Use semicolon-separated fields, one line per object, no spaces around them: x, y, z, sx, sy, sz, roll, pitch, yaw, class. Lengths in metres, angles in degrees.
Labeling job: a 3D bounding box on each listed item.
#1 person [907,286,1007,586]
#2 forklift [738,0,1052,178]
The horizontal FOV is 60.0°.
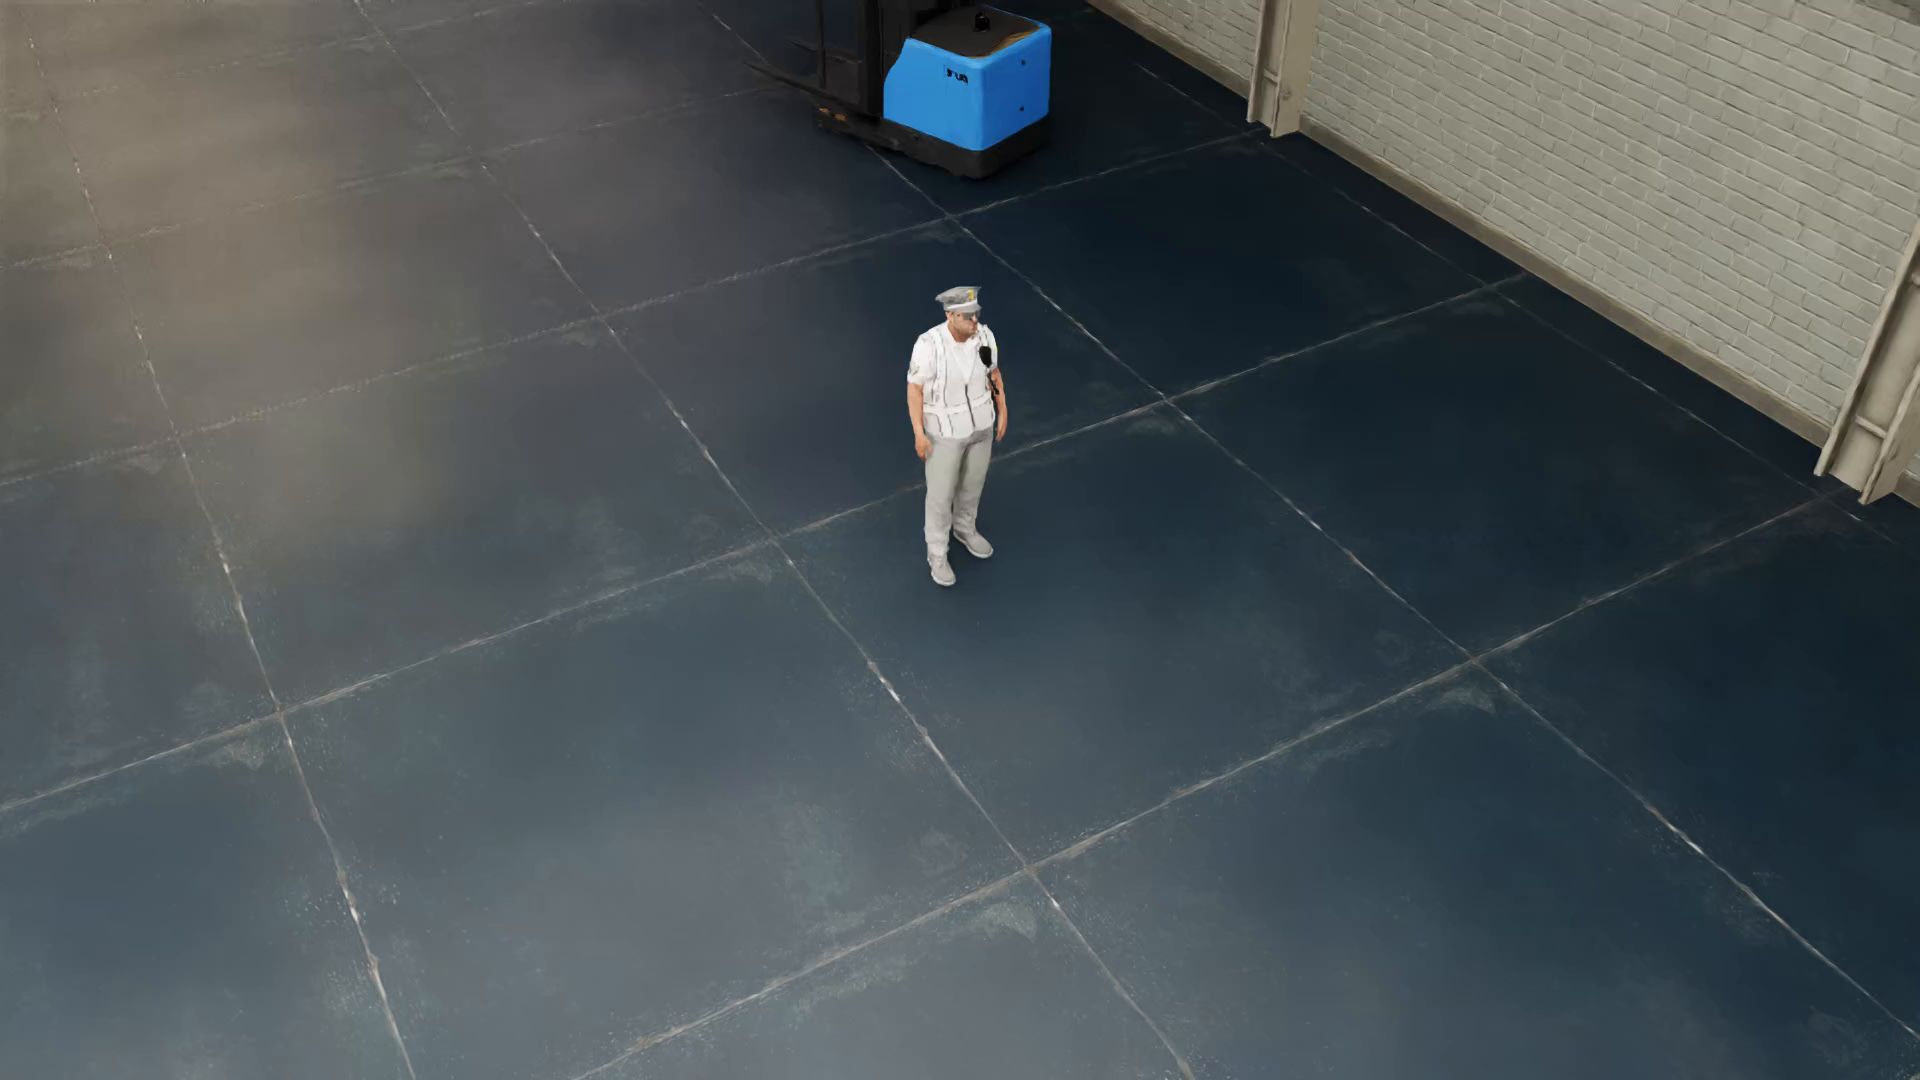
0.029;-0.645;9.702;0.640;1.781;0.574;-20;44;-23;person
-0.677;-4.936;13.988;3.031;2.935;1.130;28;47;30;forklift
